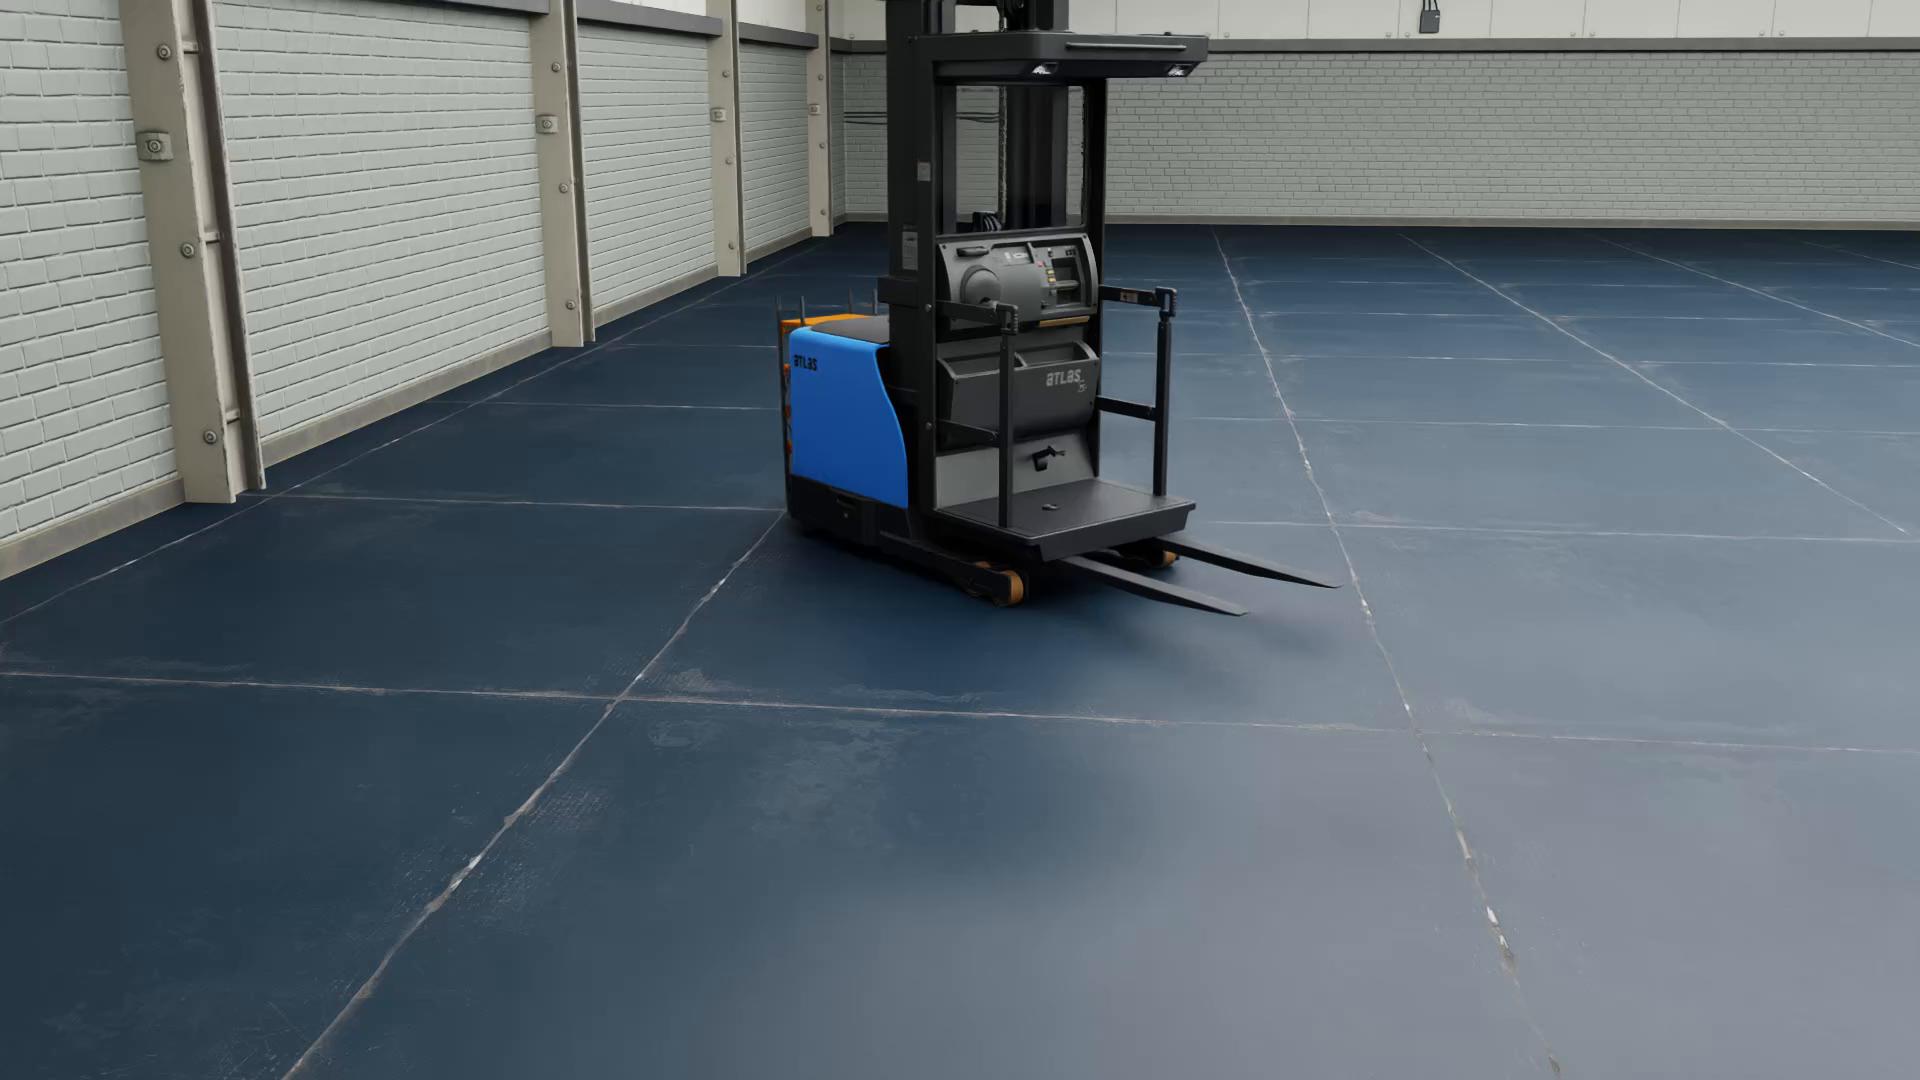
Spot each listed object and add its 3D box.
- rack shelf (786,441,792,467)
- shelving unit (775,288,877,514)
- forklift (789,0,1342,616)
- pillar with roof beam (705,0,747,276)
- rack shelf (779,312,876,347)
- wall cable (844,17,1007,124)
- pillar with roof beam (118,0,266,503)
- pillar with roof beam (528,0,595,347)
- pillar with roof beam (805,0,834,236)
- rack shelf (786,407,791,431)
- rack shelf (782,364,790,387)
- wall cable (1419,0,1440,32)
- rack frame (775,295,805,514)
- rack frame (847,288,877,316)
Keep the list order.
[{"bbox_3d":[-0.700,-0.500,9.206,0.480,0.148,0.258,-13,17,-40],"label":"rack shelf"},{"bbox_3d":[-0.708,-0.759,9.146,0.503,1.200,0.258,-13,17,-40],"label":"shelving unit"},{"bbox_3d":[0.420,-1.259,7.704,1.130,2.935,3.031,-12,19,-38],"label":"forklift"},{"bbox_3d":[1.366,-7.594,19.505,9.100,9.000,0.400,2,15,6],"label":"pillar with roof beam"},{"bbox_3d":[-0.720,-1.141,9.057,0.480,0.148,0.258,-13,17,-40],"label":"rack shelf"},{"bbox_3d":[-0.588,-8.503,28.816,3.097,2.526,0.112,2,15,6],"label":"wall cable"},{"bbox_3d":[0.012,-4.481,7.995,9.100,9.000,0.400,2,15,6],"label":"pillar with roof beam"},{"bbox_3d":[0.689,-6.037,13.750,9.100,9.000,0.400,2,15,6],"label":"pillar with roof beam"},{"bbox_3d":[2.043,-9.150,25.260,9.100,9.000,0.400,2,15,6],"label":"pillar with roof beam"},{"bbox_3d":[-0.706,-0.693,9.161,0.480,0.148,0.258,-13,17,-40],"label":"rack shelf"},{"bbox_3d":[-0.712,-0.911,9.111,0.480,0.148,0.258,-13,17,-40],"label":"rack shelf"},{"bbox_3d":[8.843,-11.360,26.918,2.305,6.003,0.169,2,15,6],"label":"wall cable"},{"bbox_3d":[-0.891,-0.717,8.991,0.015,1.200,0.240,-13,17,-40],"label":"rack frame"},{"bbox_3d":[-0.524,-0.801,9.302,0.015,1.200,0.240,-13,17,-40],"label":"rack frame"}]
